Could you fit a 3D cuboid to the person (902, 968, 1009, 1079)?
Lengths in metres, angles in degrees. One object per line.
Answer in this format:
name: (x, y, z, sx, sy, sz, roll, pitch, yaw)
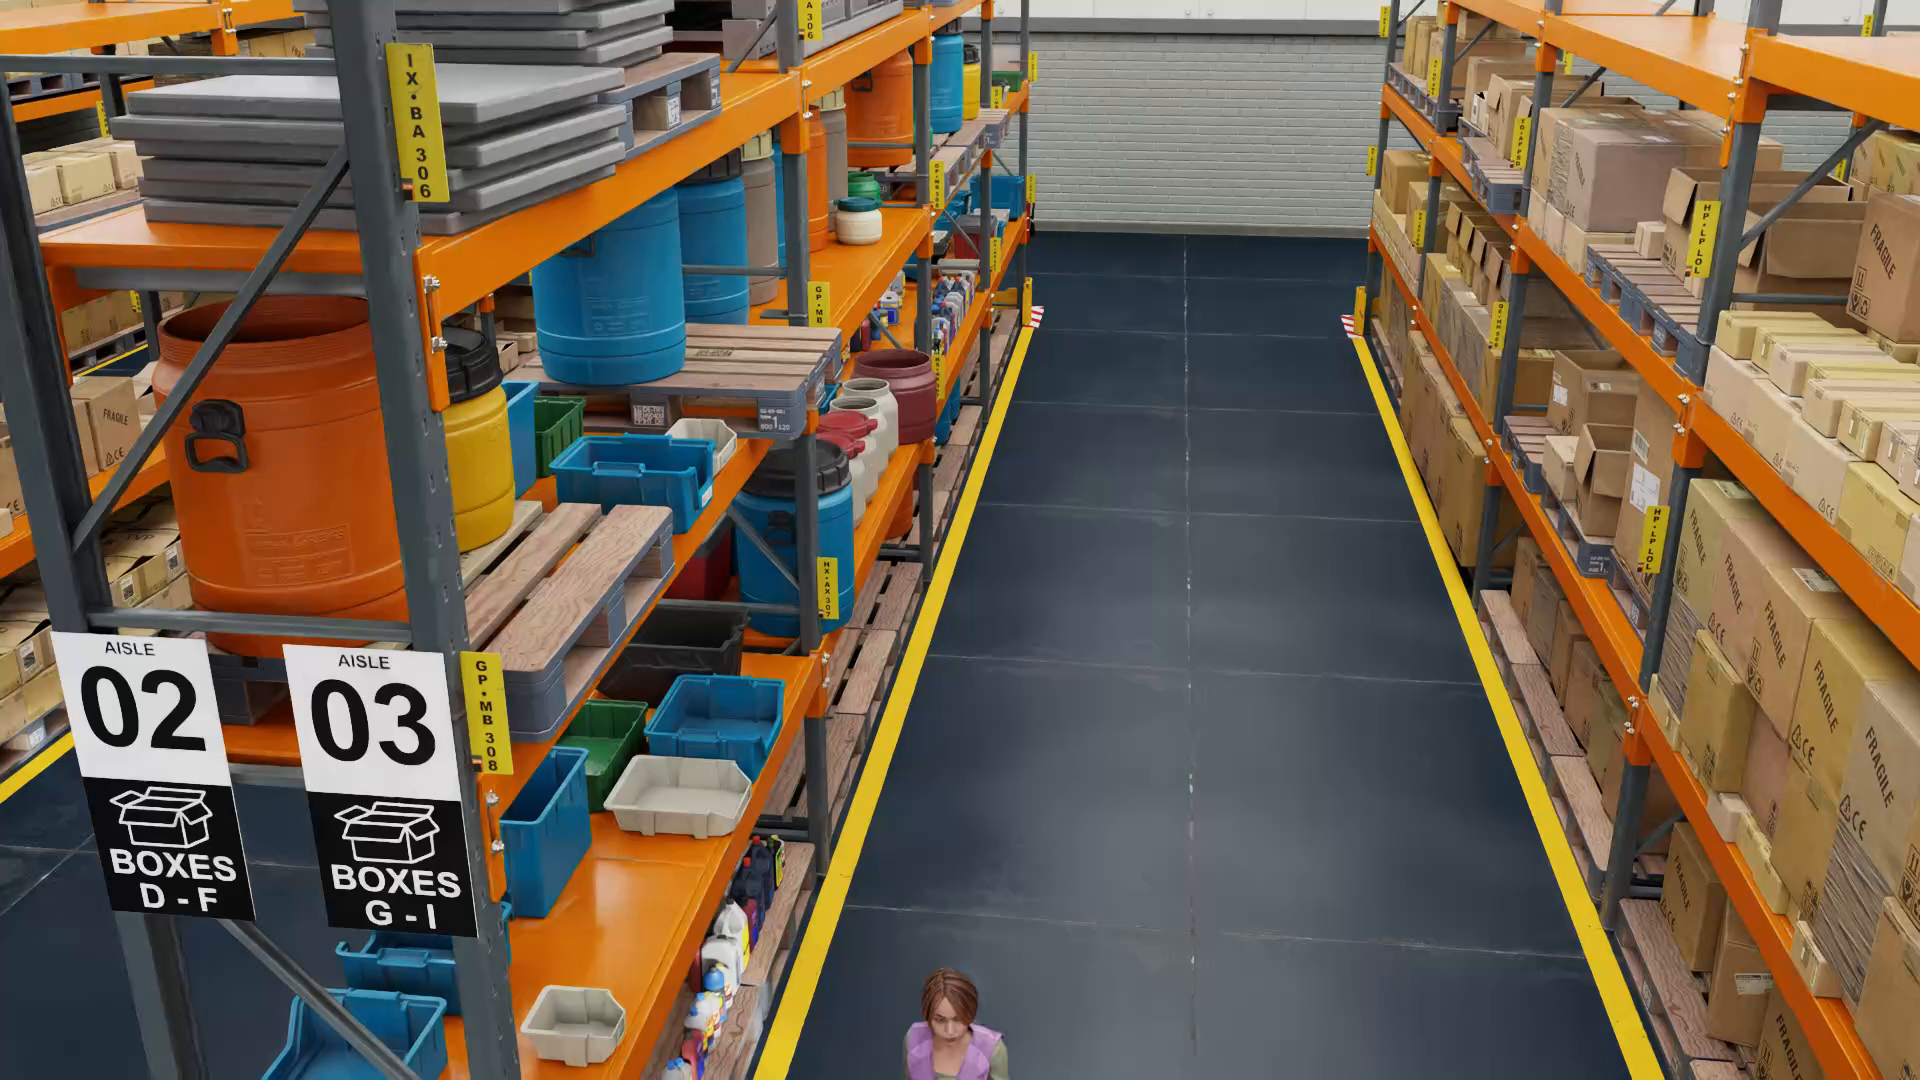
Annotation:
person: (-0.011, 2.134, 5.663, 0.426, 1.554, 0.898, 3, 22, 9)
